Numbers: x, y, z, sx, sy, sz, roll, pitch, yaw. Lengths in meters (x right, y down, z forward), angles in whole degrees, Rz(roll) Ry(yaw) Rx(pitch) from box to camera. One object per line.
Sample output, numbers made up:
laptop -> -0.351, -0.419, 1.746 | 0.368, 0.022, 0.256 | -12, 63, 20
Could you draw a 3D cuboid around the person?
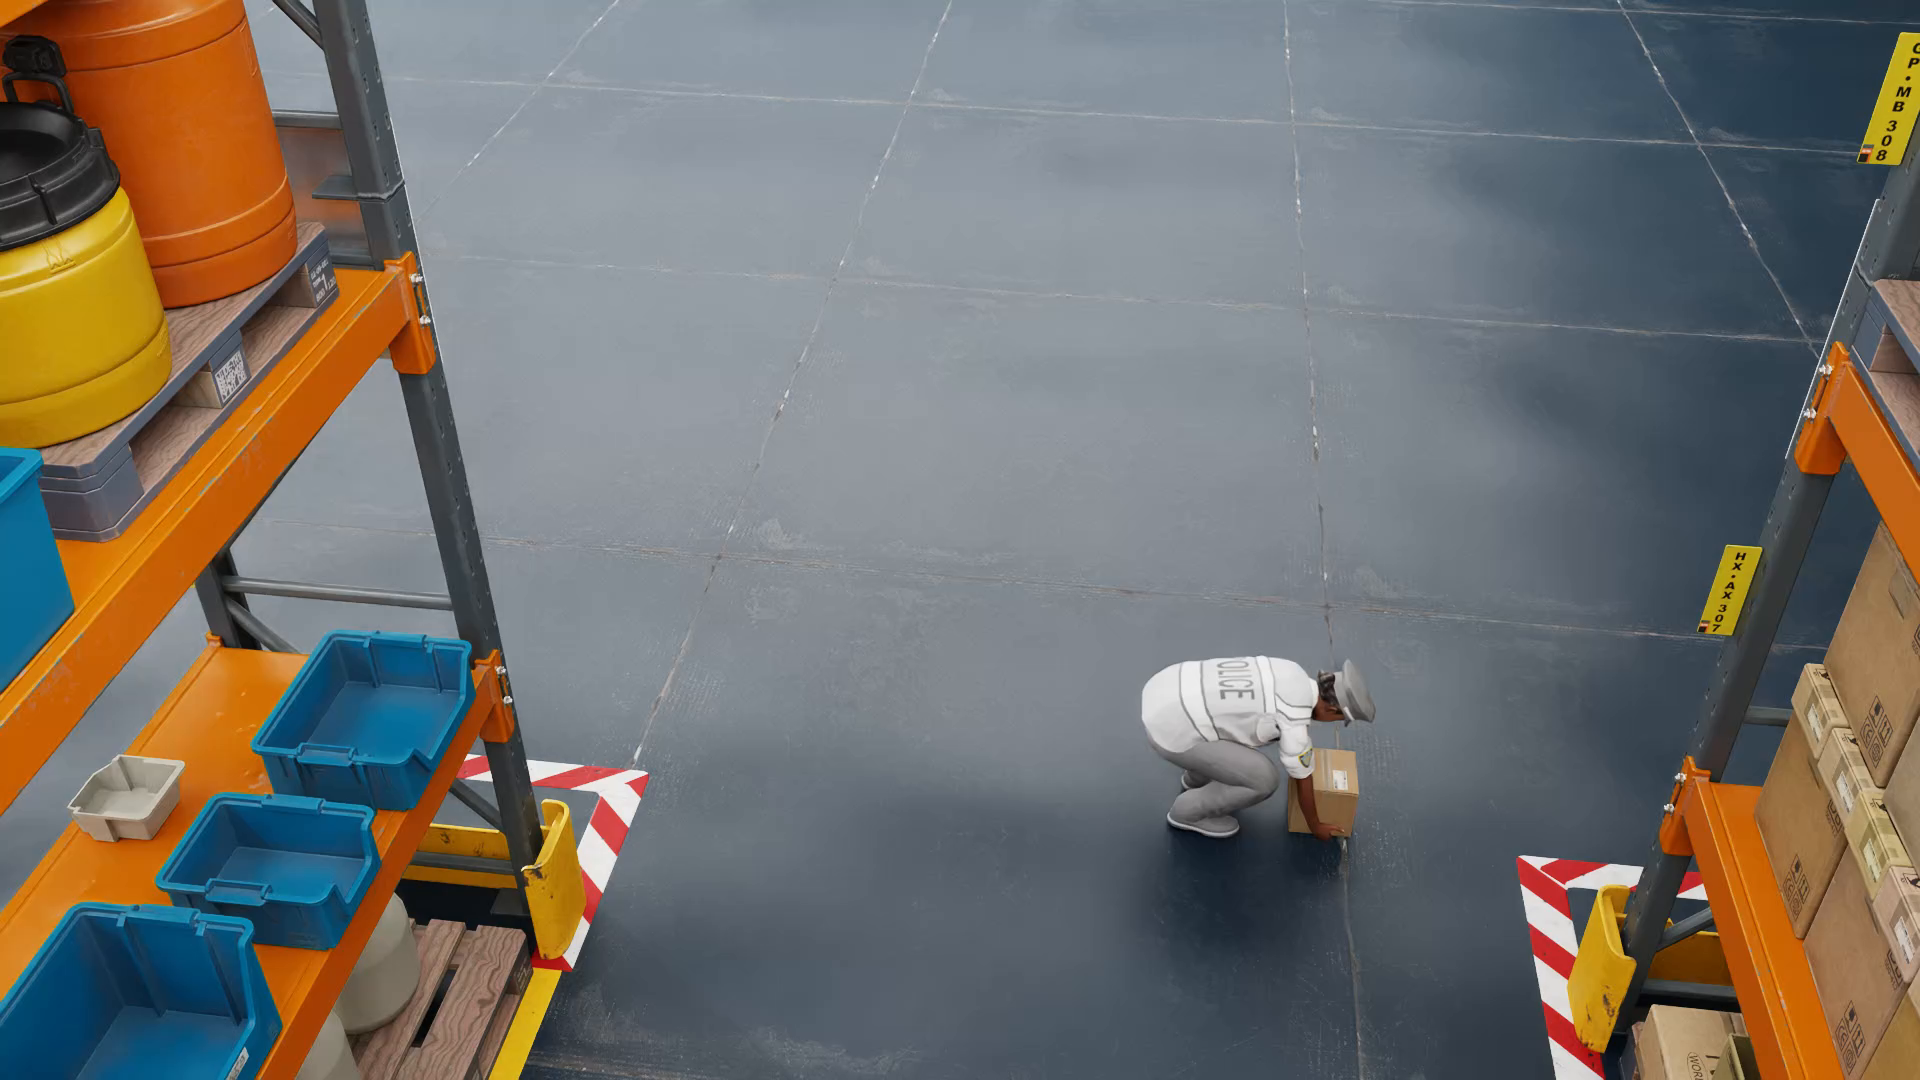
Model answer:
person -> 1.185, 0.819, 6.706 | 0.924, 0.768, 0.450 | 4, 36, 5
